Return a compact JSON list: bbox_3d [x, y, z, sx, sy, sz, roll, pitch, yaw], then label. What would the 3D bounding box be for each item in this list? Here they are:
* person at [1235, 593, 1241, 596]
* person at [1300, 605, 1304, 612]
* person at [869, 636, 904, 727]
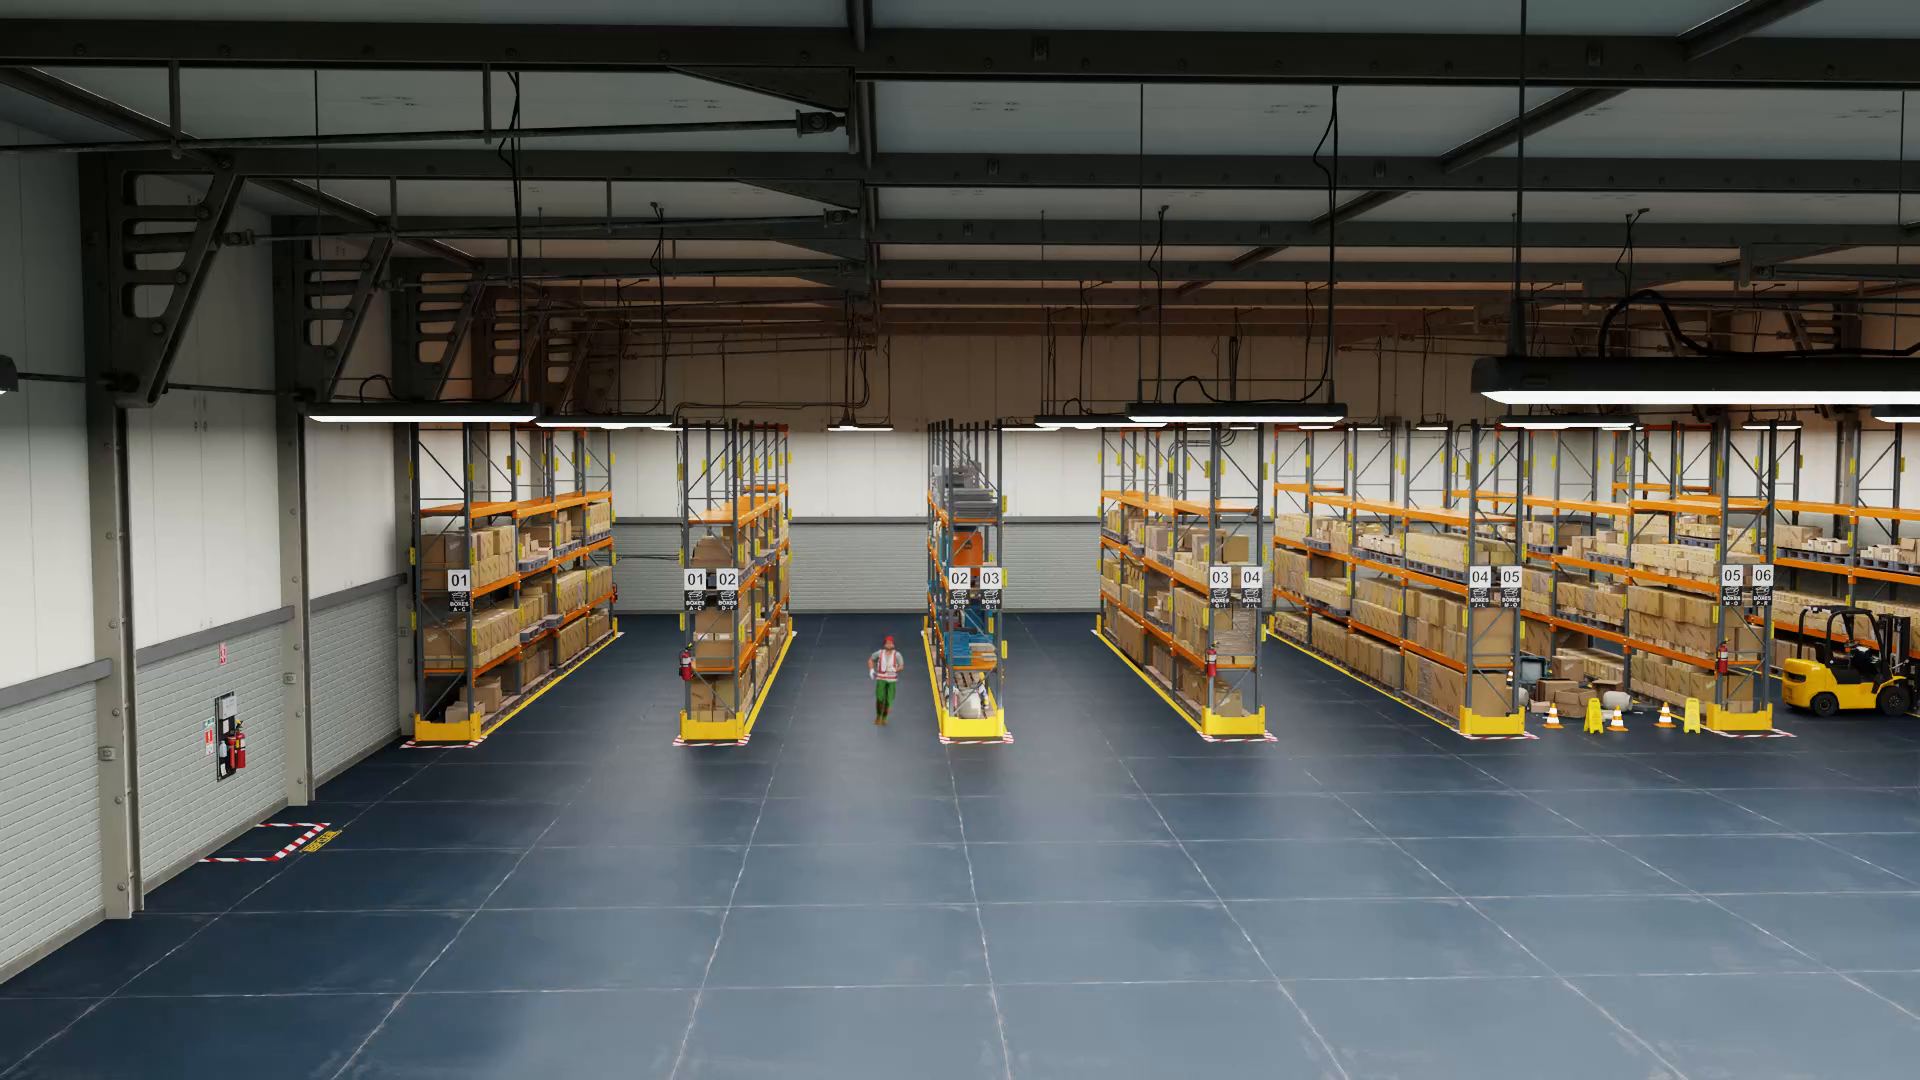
[{"bbox_3d":[7.725,1.811,47.780,0.790,1.741,0.602,2,4,34],"label":"person"},{"bbox_3d":[10.200,1.878,48.973,0.509,1.457,0.573,3,5,38],"label":"person"},{"bbox_3d":[-1.423,2.760,32.509,0.671,1.757,0.629,-1,4,-8],"label":"person"}]
